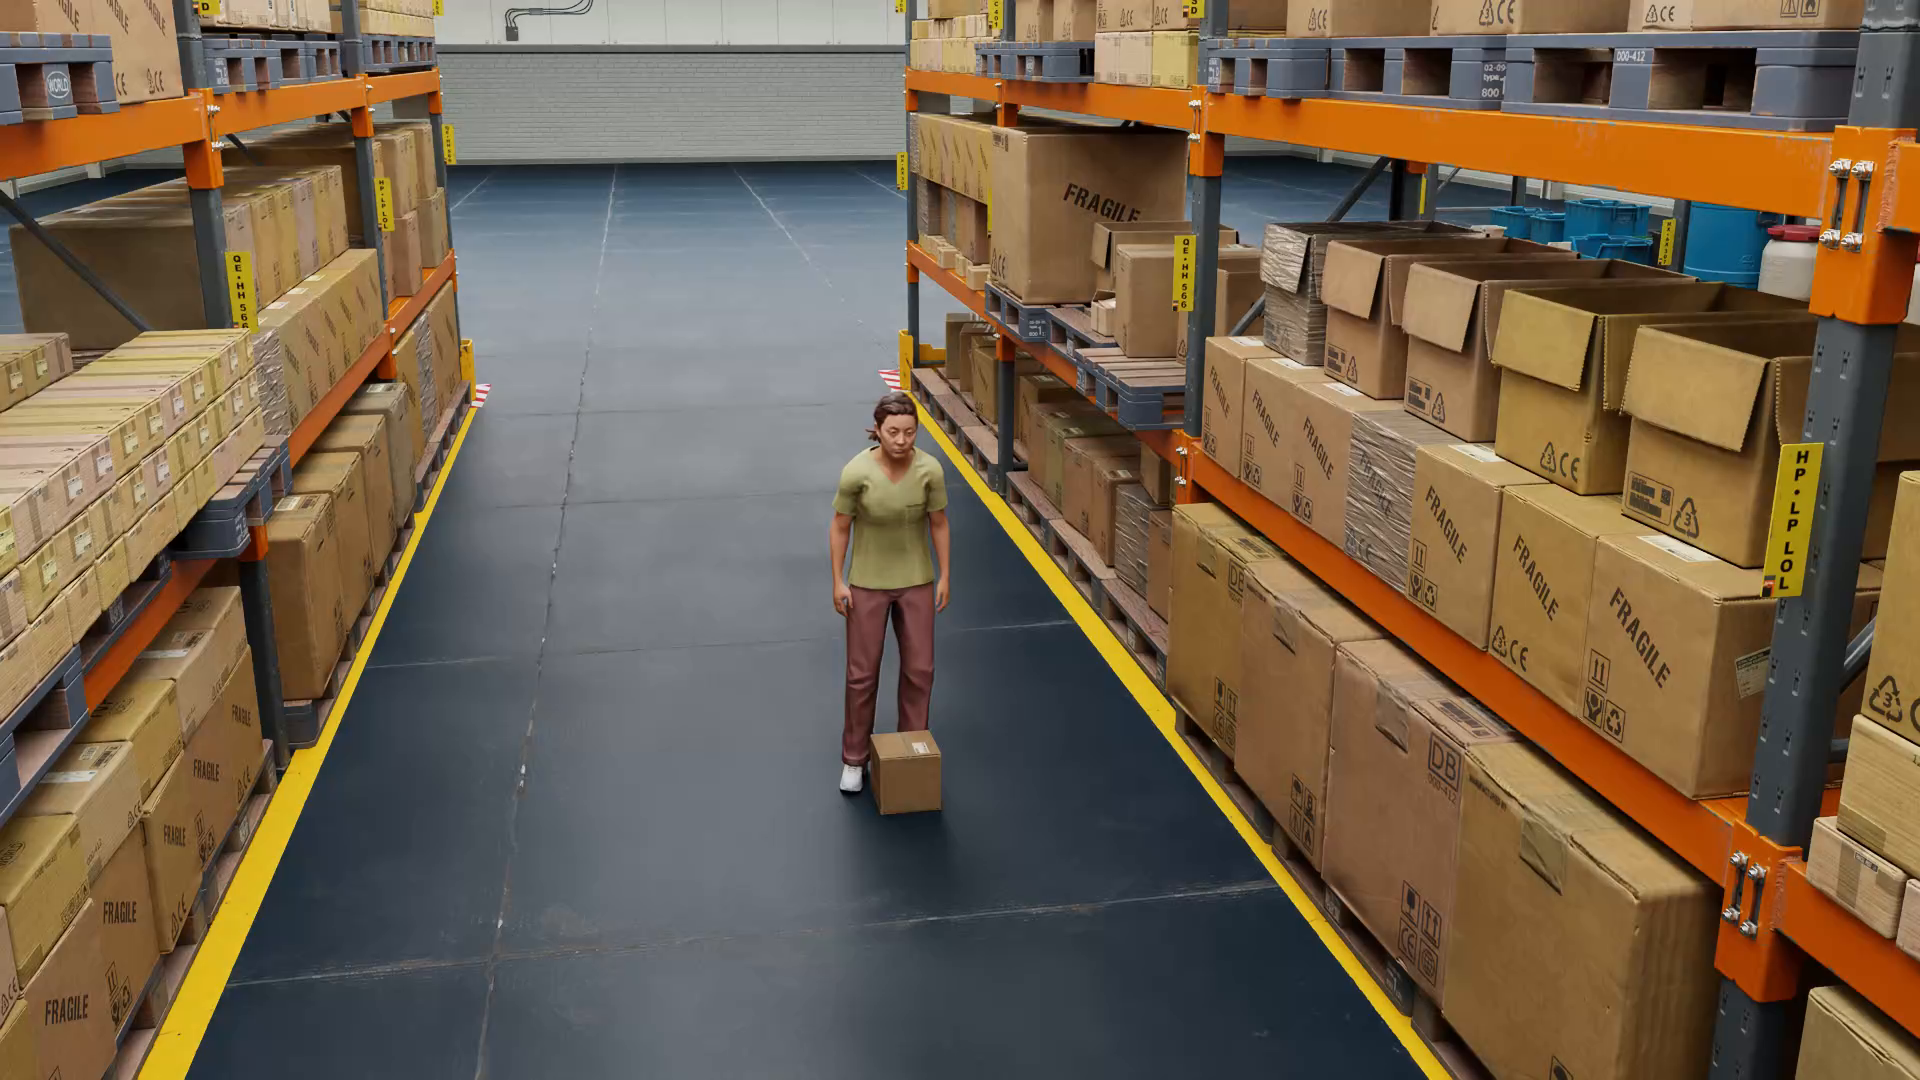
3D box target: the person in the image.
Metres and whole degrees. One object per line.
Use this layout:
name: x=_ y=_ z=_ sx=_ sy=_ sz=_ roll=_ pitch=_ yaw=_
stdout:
person: x=-0.272 y=0.209 z=6.832 sx=0.502 sy=1.673 sz=0.405 roll=-3 pitch=17 yaw=-11
